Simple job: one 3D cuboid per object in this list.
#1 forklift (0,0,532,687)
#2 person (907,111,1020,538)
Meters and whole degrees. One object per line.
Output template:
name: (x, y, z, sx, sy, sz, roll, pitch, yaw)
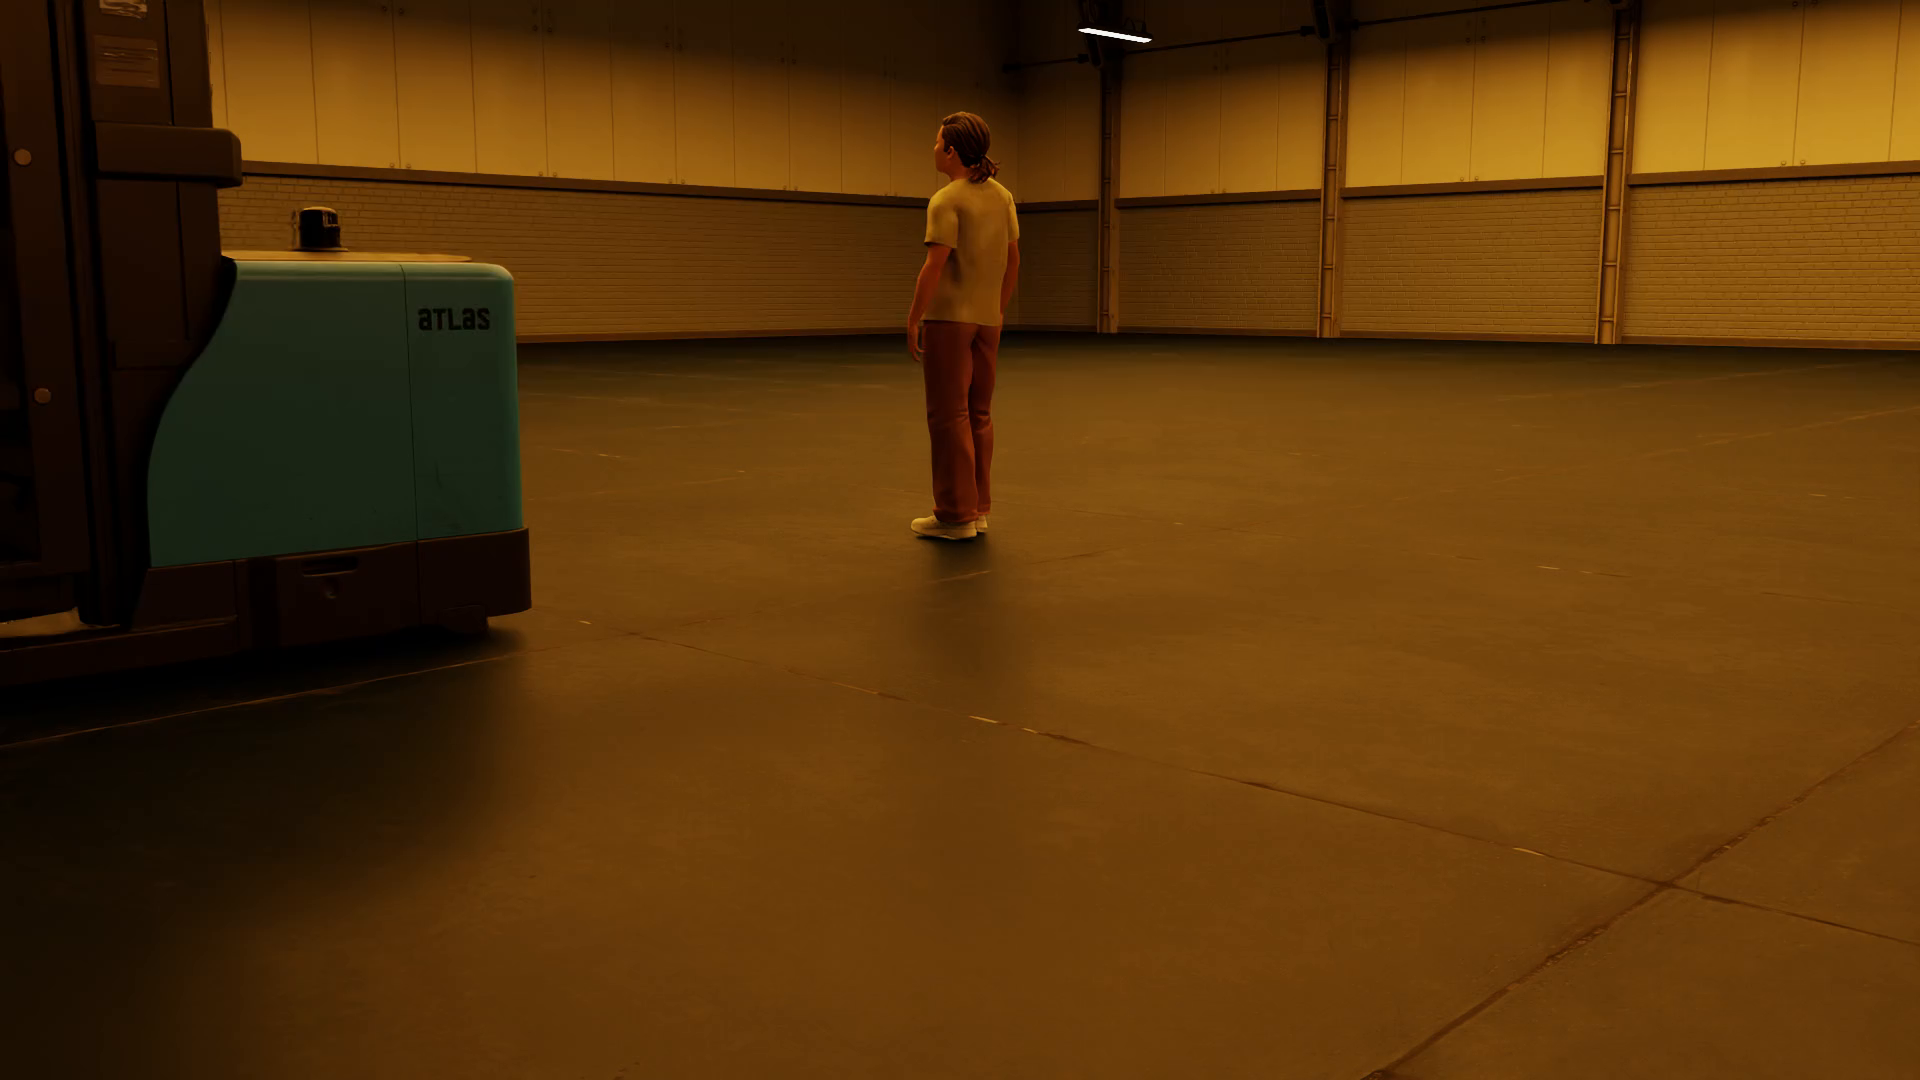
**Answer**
forklift: (-2.701, -1.084, 4.069, 3.031, 2.935, 1.130, -8, 11, -41)
person: (-0.046, -0.845, 6.650, 0.548, 1.673, 0.554, 8, 12, 43)
